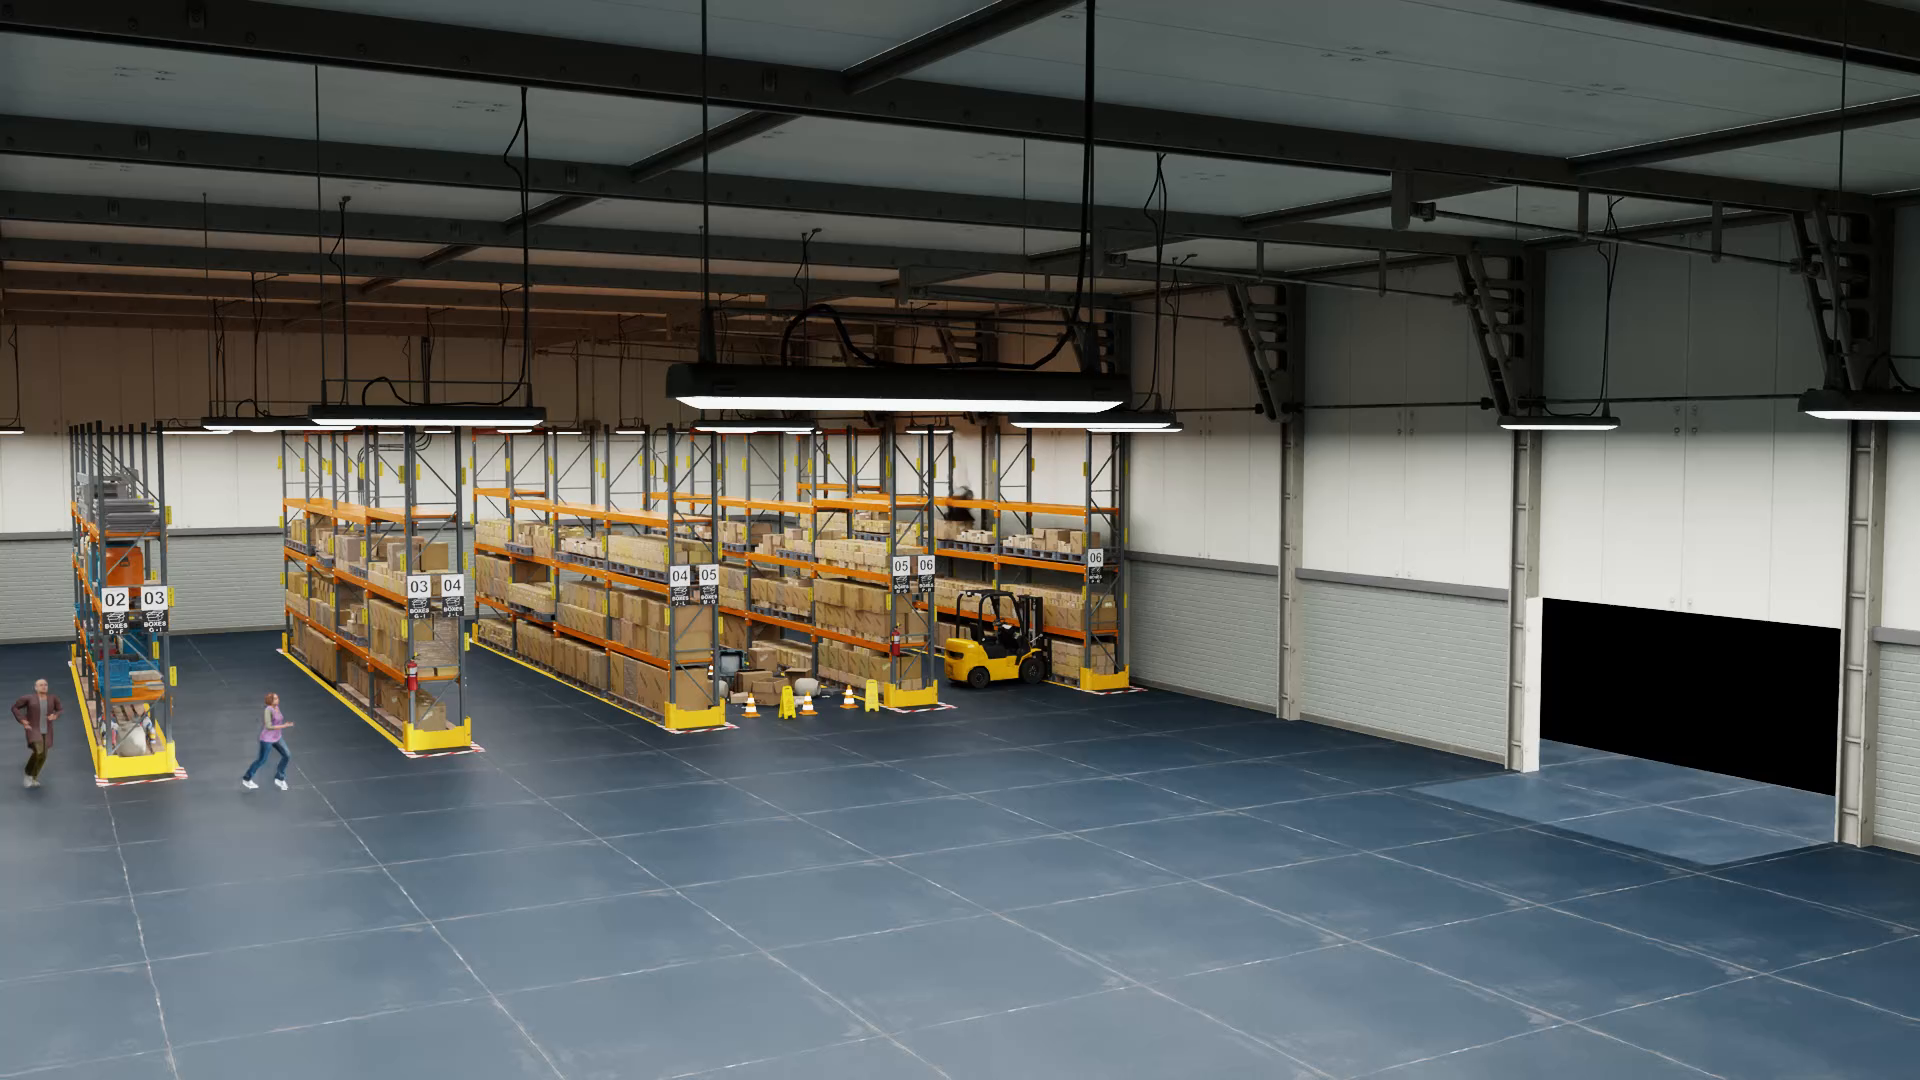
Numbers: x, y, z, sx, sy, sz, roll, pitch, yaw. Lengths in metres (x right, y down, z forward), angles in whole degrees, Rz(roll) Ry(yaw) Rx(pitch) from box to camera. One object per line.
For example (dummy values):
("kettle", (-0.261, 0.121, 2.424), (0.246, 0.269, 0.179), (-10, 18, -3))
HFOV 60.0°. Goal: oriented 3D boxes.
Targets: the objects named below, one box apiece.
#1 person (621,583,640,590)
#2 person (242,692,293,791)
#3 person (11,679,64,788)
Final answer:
("person", (-10.093, 1.730, 50.357), (0.628, 1.752, 0.682), (-3, 4, -36))
("person", (-11.167, 3.262, 26.898), (0.834, 1.623, 0.547), (0, 4, 5))
("person", (-15.101, 3.168, 27.338), (0.609, 1.764, 0.710), (3, 4, 36))
